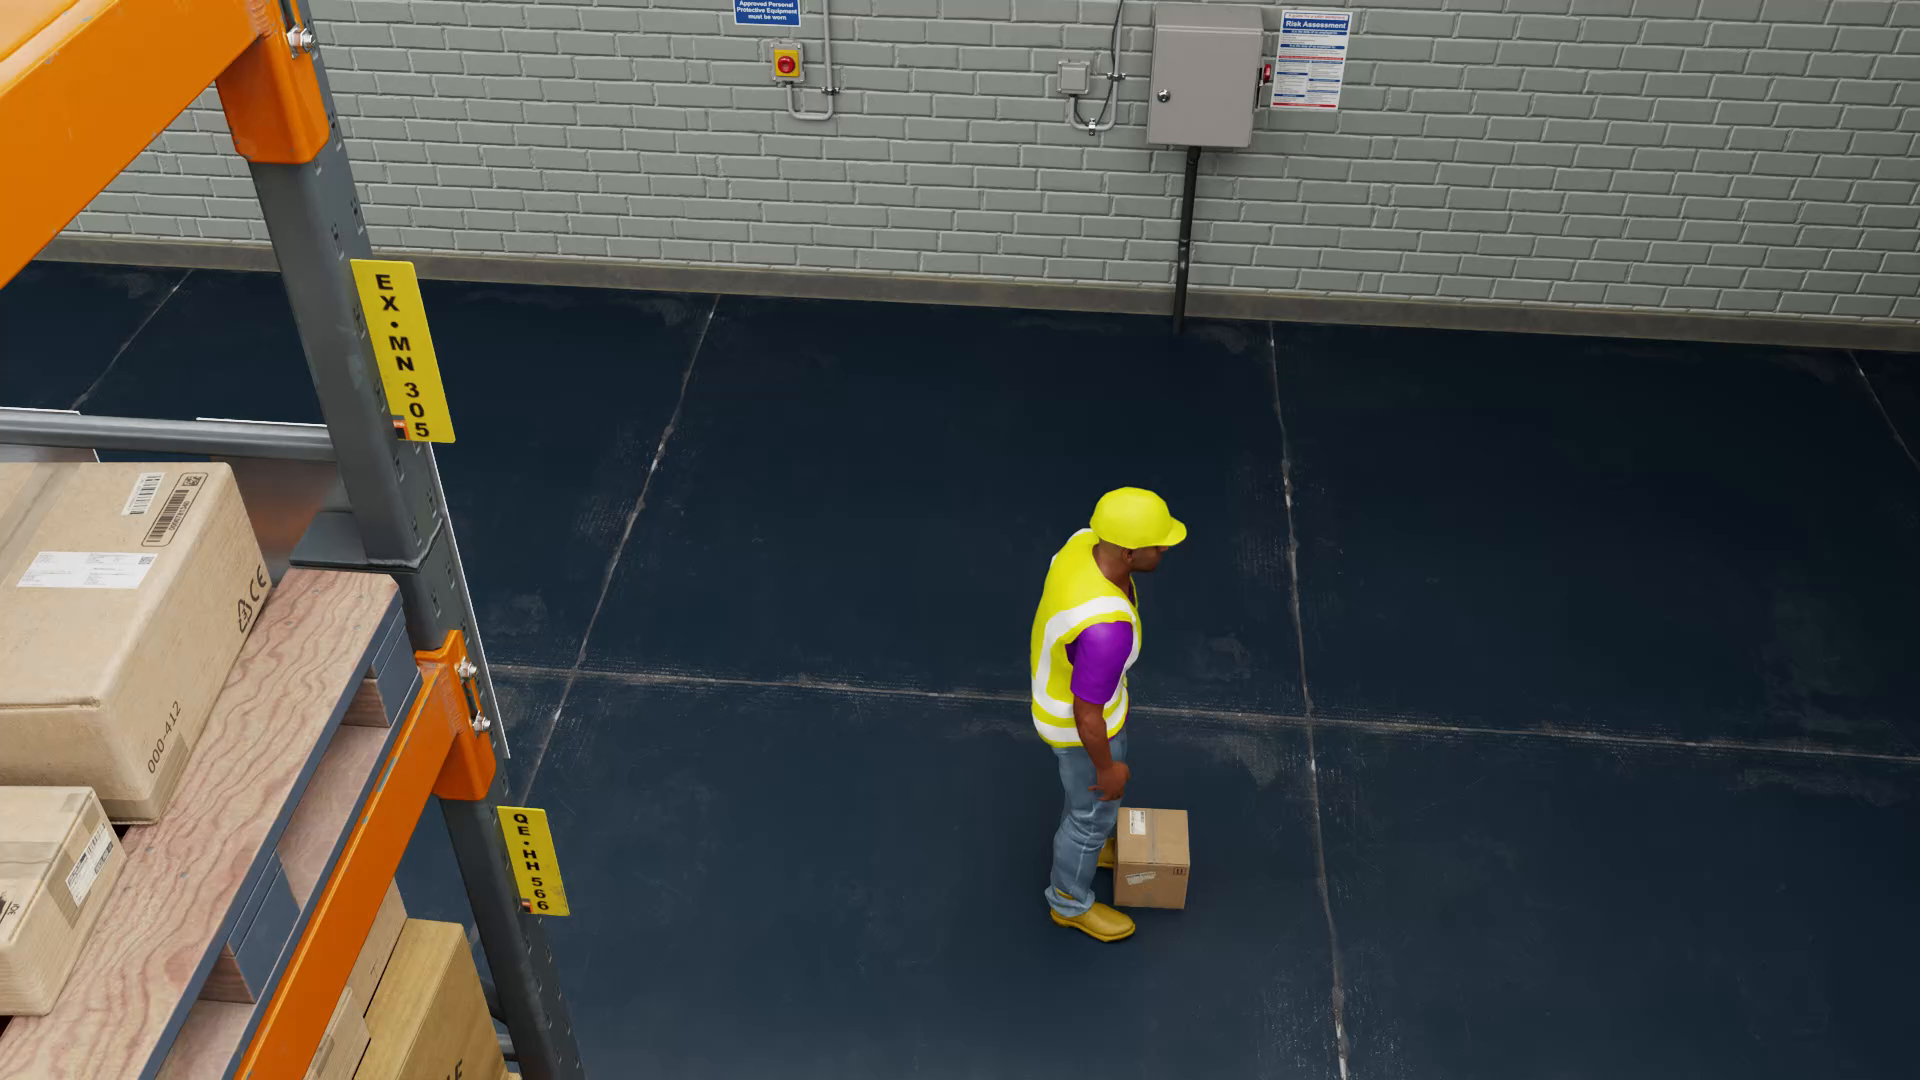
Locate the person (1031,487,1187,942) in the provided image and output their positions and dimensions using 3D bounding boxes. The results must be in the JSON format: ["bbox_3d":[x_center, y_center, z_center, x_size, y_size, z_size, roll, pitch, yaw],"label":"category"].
[{"bbox_3d":[0.456,0.548,5.484,0.456,1.761,0.637,2,40,2],"label":"person"}]
